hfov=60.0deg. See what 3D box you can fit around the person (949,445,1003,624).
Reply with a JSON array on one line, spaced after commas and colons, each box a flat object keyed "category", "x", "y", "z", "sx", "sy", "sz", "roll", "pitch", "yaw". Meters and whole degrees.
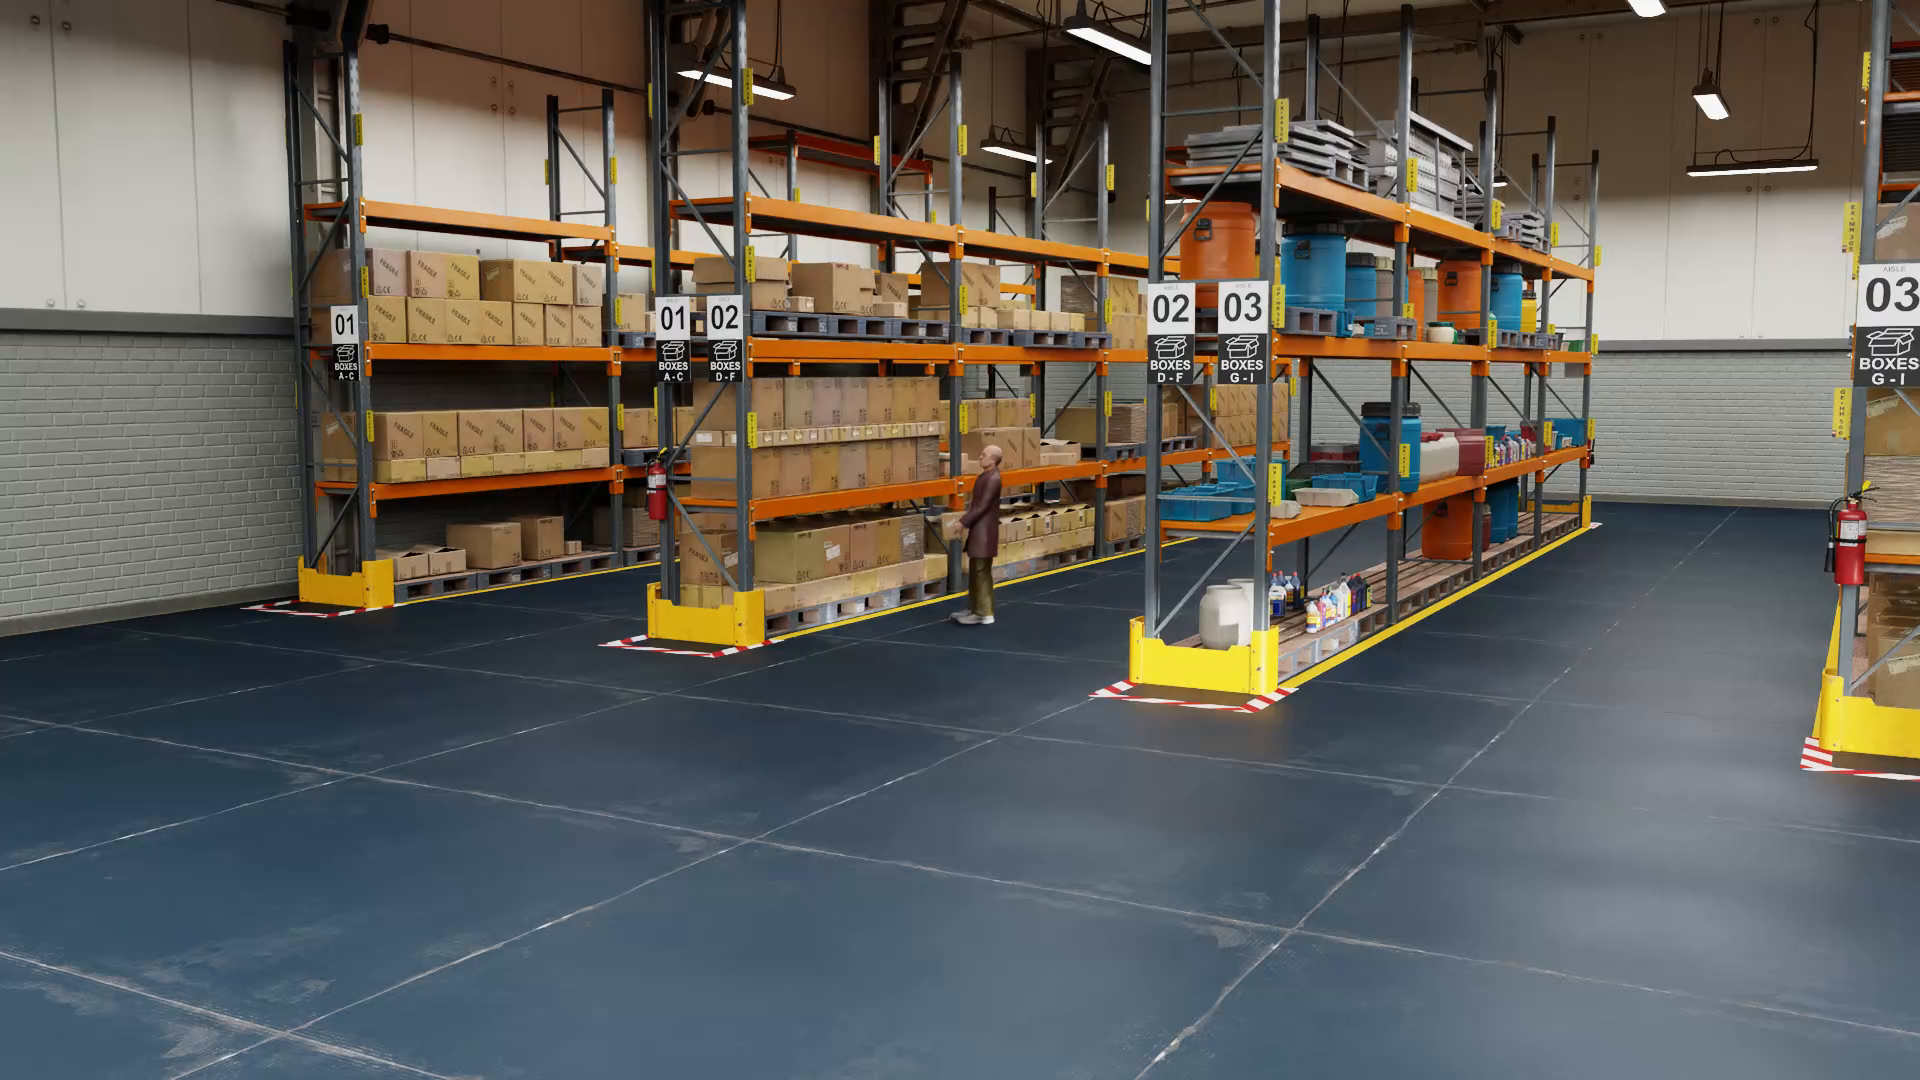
[{"category": "person", "x": 0.156, "y": -0.058, "z": 16.614, "sx": 0.539, "sy": 1.780, "sz": 0.552, "roll": 0, "pitch": 6, "yaw": -3}]
